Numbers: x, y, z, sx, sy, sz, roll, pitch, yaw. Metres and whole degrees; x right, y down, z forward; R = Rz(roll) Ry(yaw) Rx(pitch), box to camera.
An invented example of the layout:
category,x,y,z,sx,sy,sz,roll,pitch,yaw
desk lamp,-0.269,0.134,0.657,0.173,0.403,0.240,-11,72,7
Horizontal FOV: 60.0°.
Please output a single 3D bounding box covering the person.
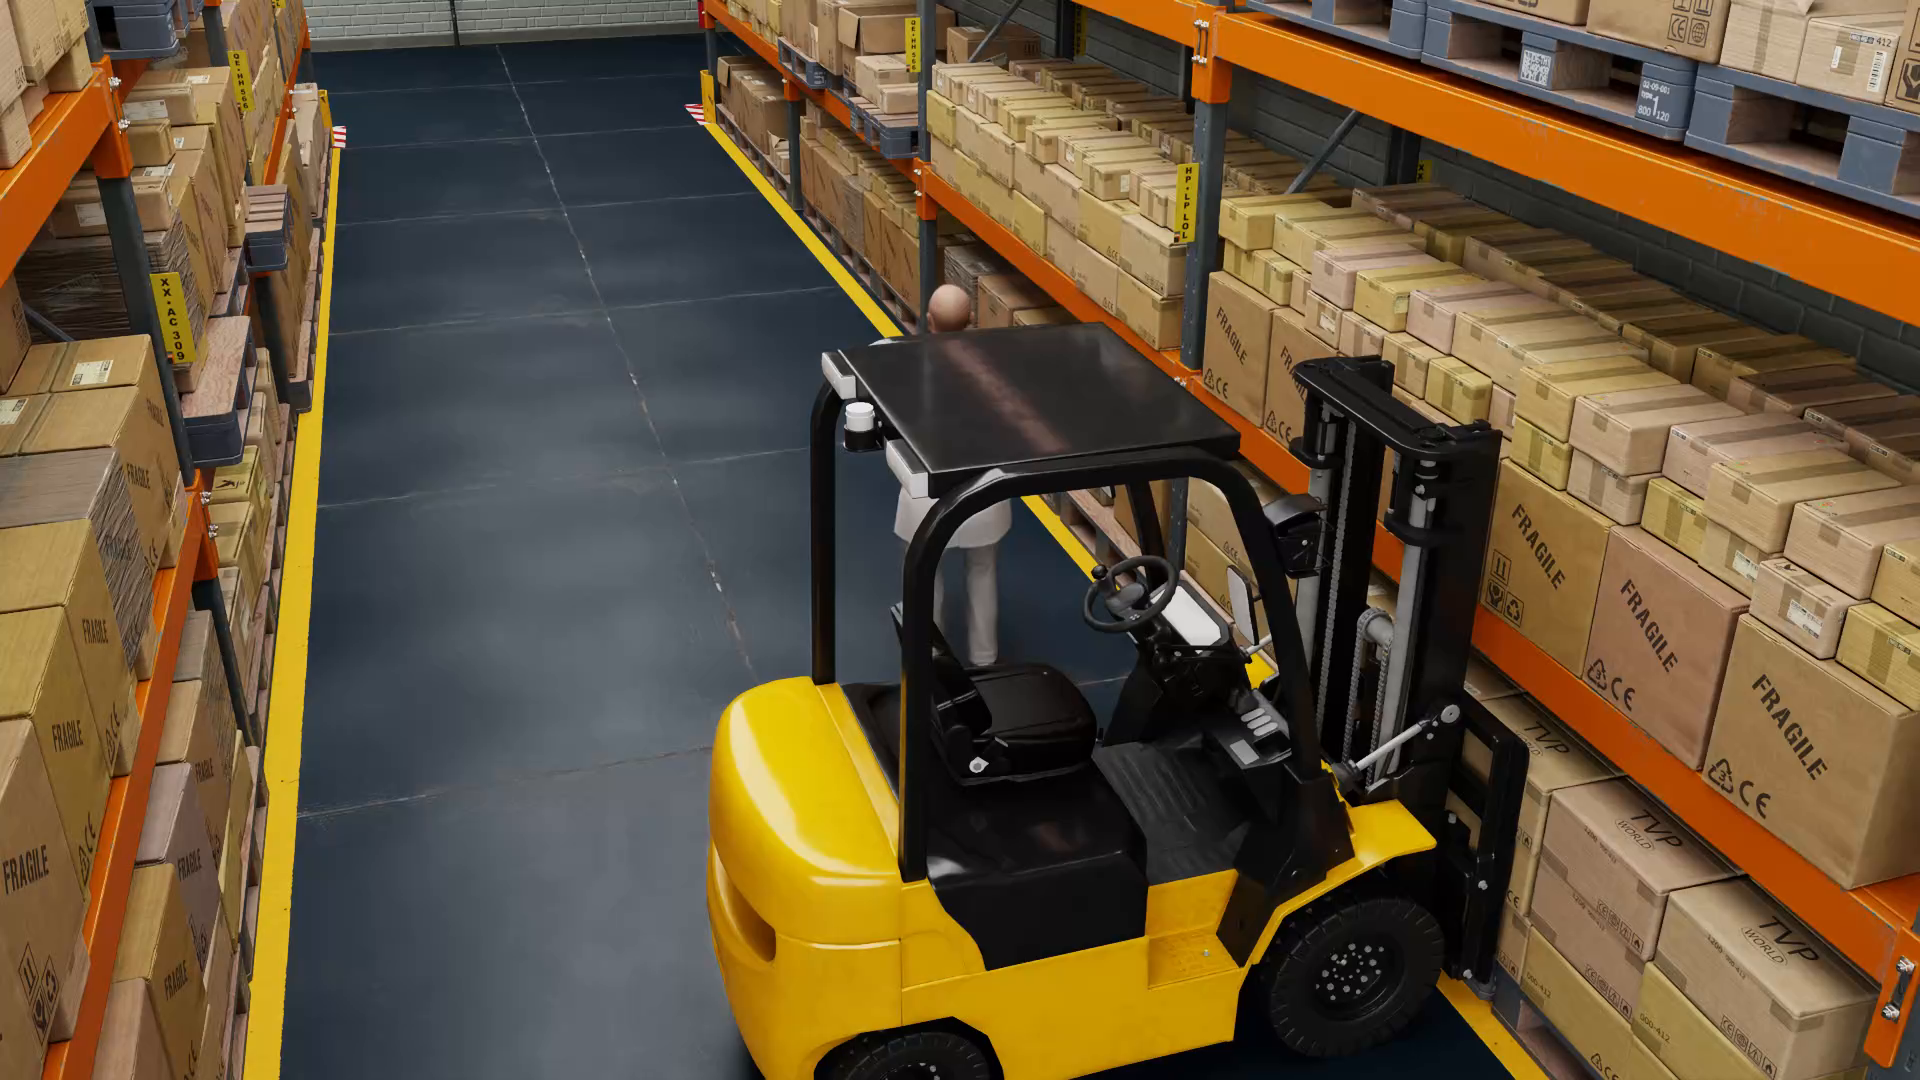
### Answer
category,x,y,z,sx,sy,sz,roll,pitch,yaw
person,-0.046,-0.271,7.191,0.526,1.780,0.556,-4,26,-8
